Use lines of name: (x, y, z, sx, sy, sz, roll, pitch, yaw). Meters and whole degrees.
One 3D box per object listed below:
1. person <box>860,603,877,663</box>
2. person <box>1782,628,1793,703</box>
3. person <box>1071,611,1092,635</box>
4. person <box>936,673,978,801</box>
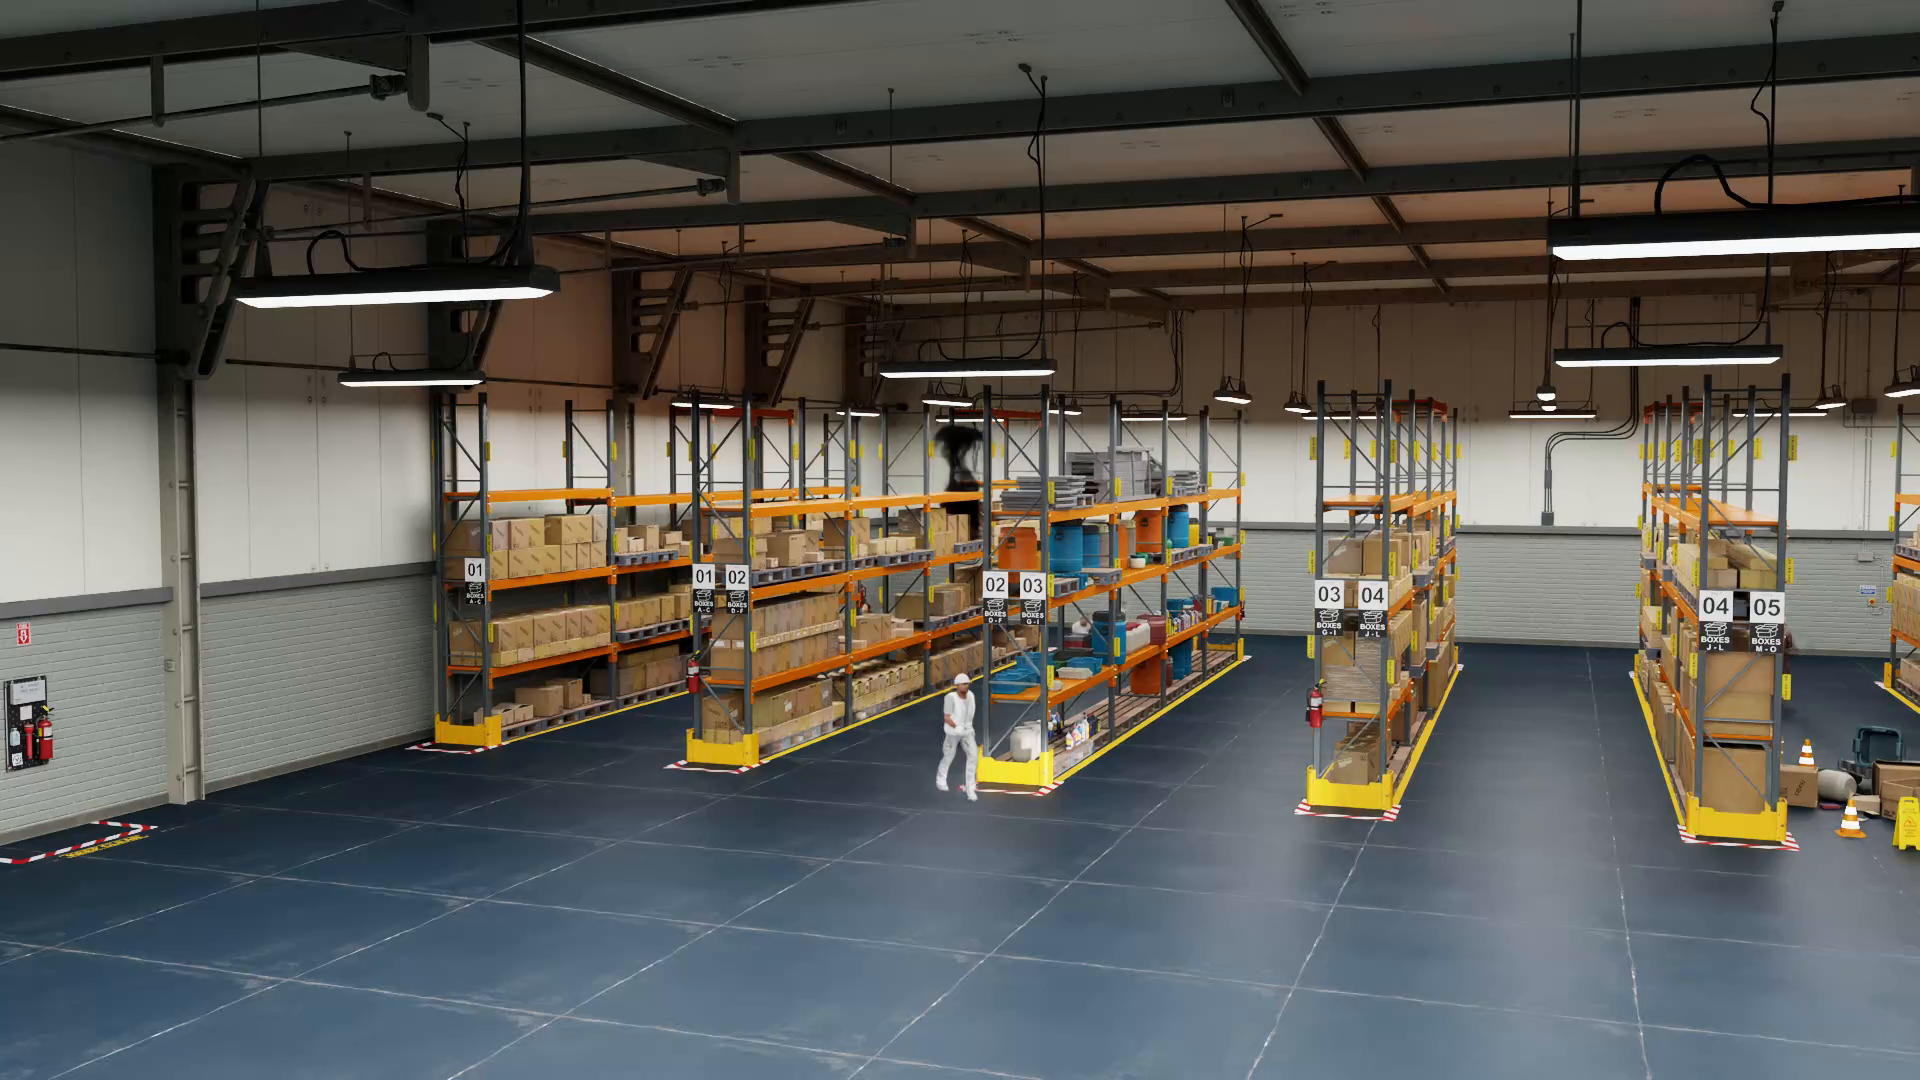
person: (-2.091, 2.216, 37.225, 0.581, 1.630, 0.566, 1, 3, 24)
person: (16.077, 2.364, 32.892, 0.724, 1.794, 0.952, 1, 3, 18)
person: (2.648, 2.319, 34.933, 0.646, 1.710, 0.788, 1, 3, 16)
person: (-0.007, 2.755, 24.051, 0.599, 1.672, 0.818, -2, 4, -31)
